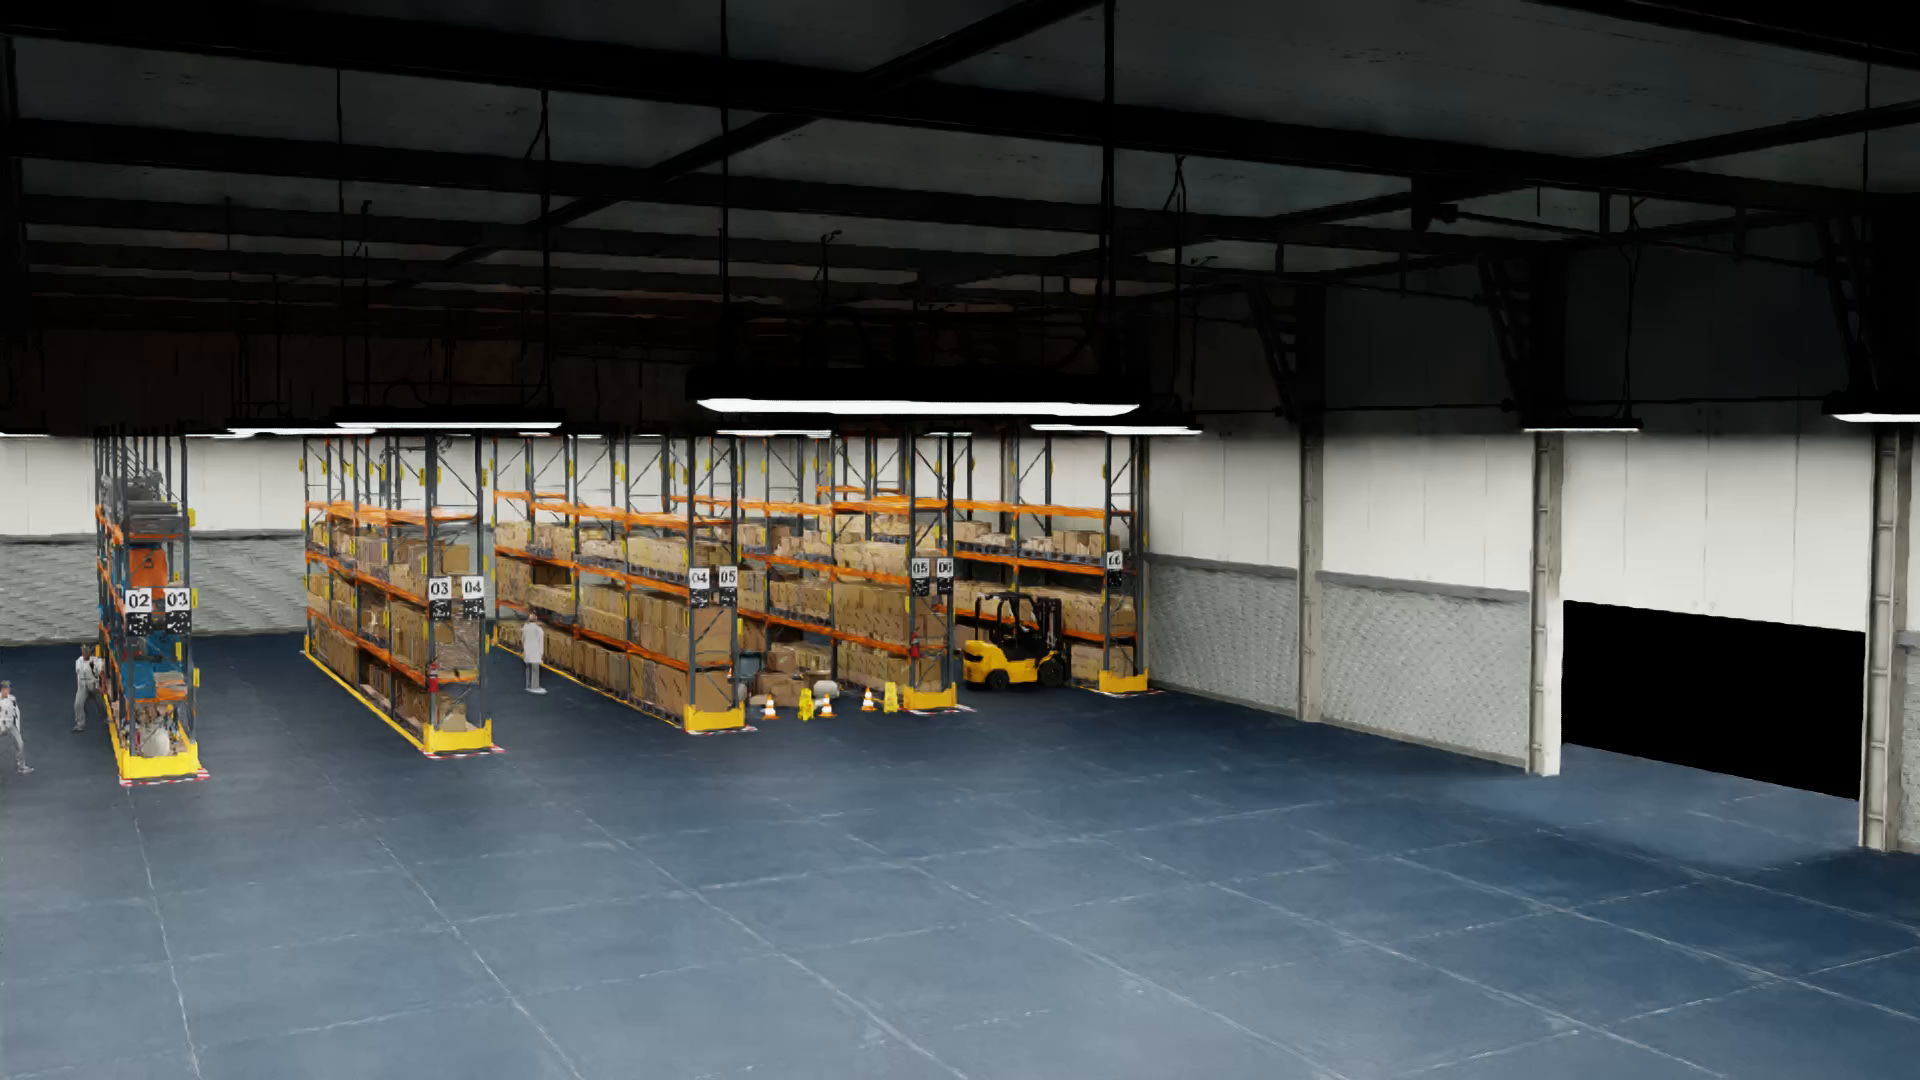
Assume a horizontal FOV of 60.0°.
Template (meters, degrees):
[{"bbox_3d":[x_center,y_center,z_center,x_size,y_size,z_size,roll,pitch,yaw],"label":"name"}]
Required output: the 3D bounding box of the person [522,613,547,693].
[{"bbox_3d":[-9.610,2.539,37.581,0.632,1.783,0.506,2,4,31],"label":"person"}]

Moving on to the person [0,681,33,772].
[{"bbox_3d":[-16.333,3.195,28.410,0.783,1.603,0.644,3,5,43],"label":"person"}]

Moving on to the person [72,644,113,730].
[{"bbox_3d":[-17.181,2.881,32.883,0.585,1.694,0.973,-1,3,-8],"label":"person"}]
